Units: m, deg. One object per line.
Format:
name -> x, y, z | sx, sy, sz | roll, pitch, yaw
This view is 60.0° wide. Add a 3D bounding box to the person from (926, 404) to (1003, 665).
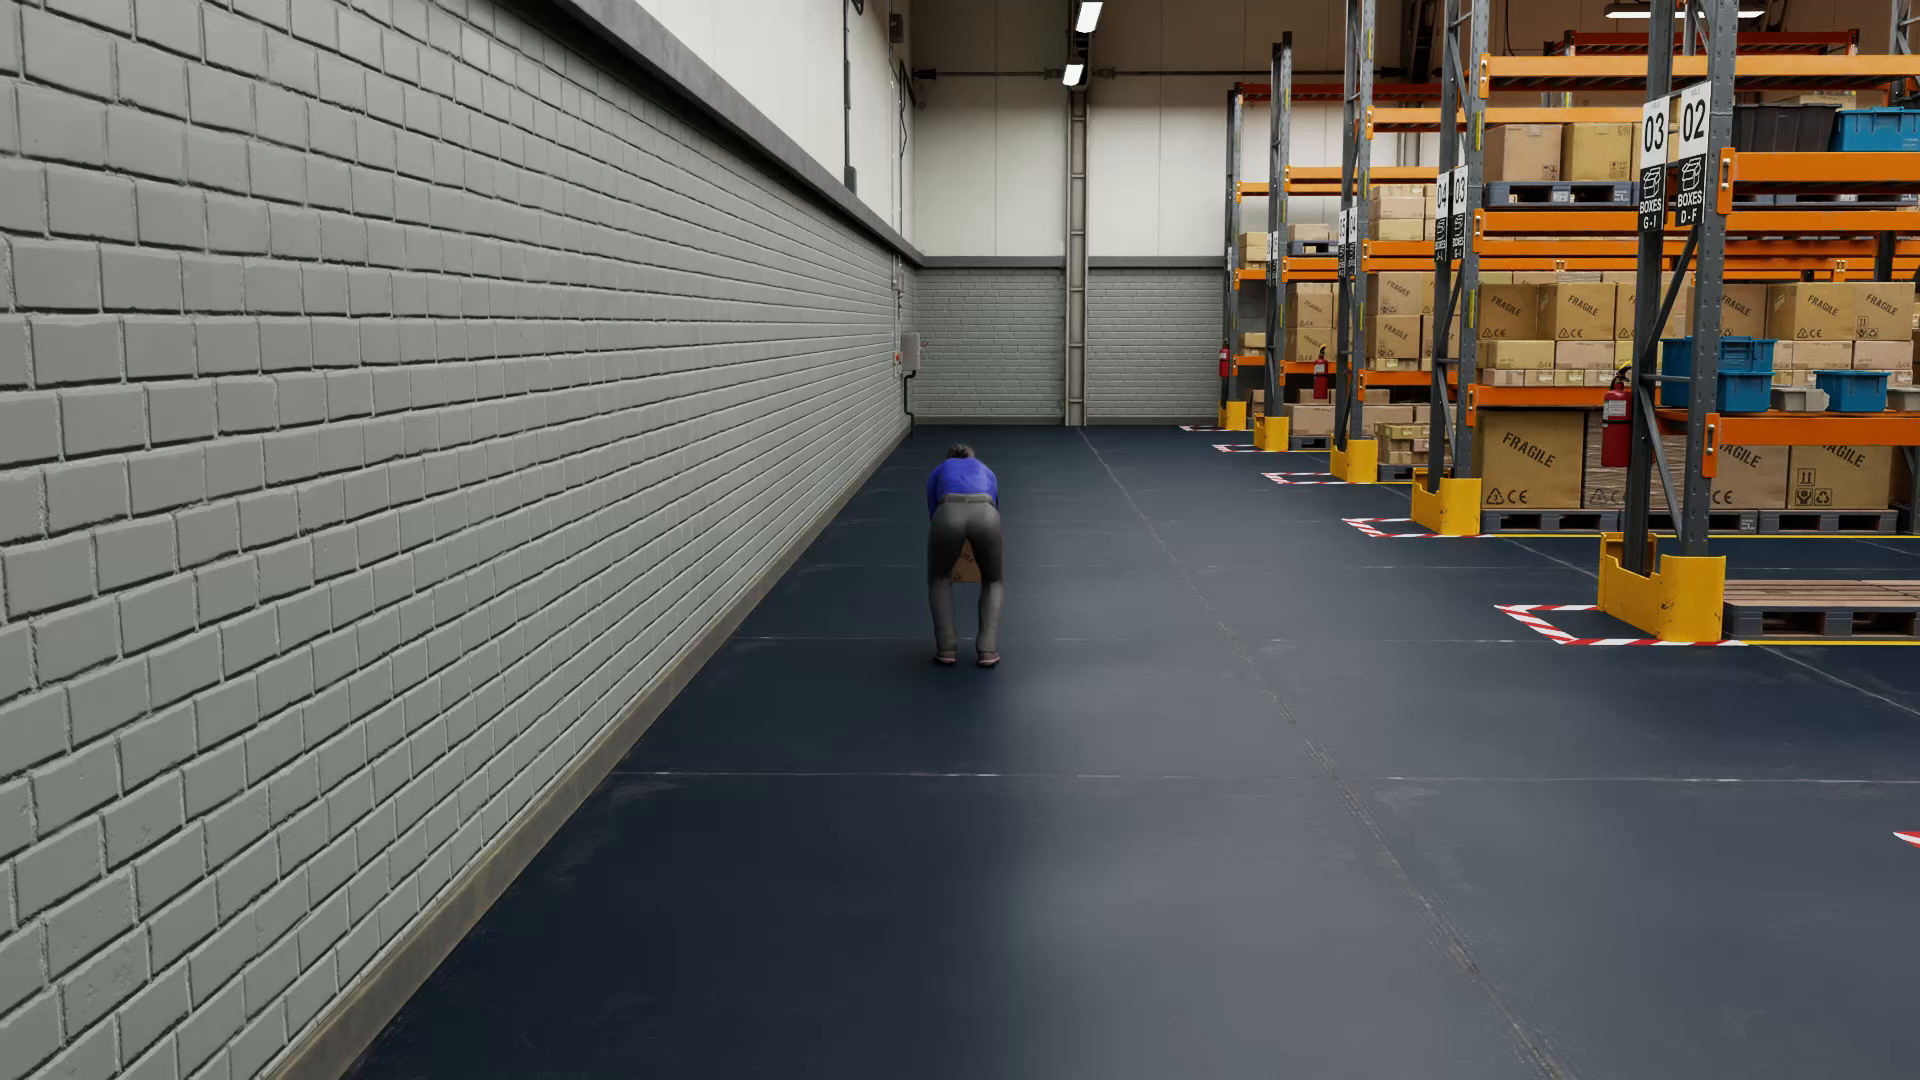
person -> 0.023, -0.033, 9.155 | 0.417, 1.394, 0.738 | 0, 7, 0
